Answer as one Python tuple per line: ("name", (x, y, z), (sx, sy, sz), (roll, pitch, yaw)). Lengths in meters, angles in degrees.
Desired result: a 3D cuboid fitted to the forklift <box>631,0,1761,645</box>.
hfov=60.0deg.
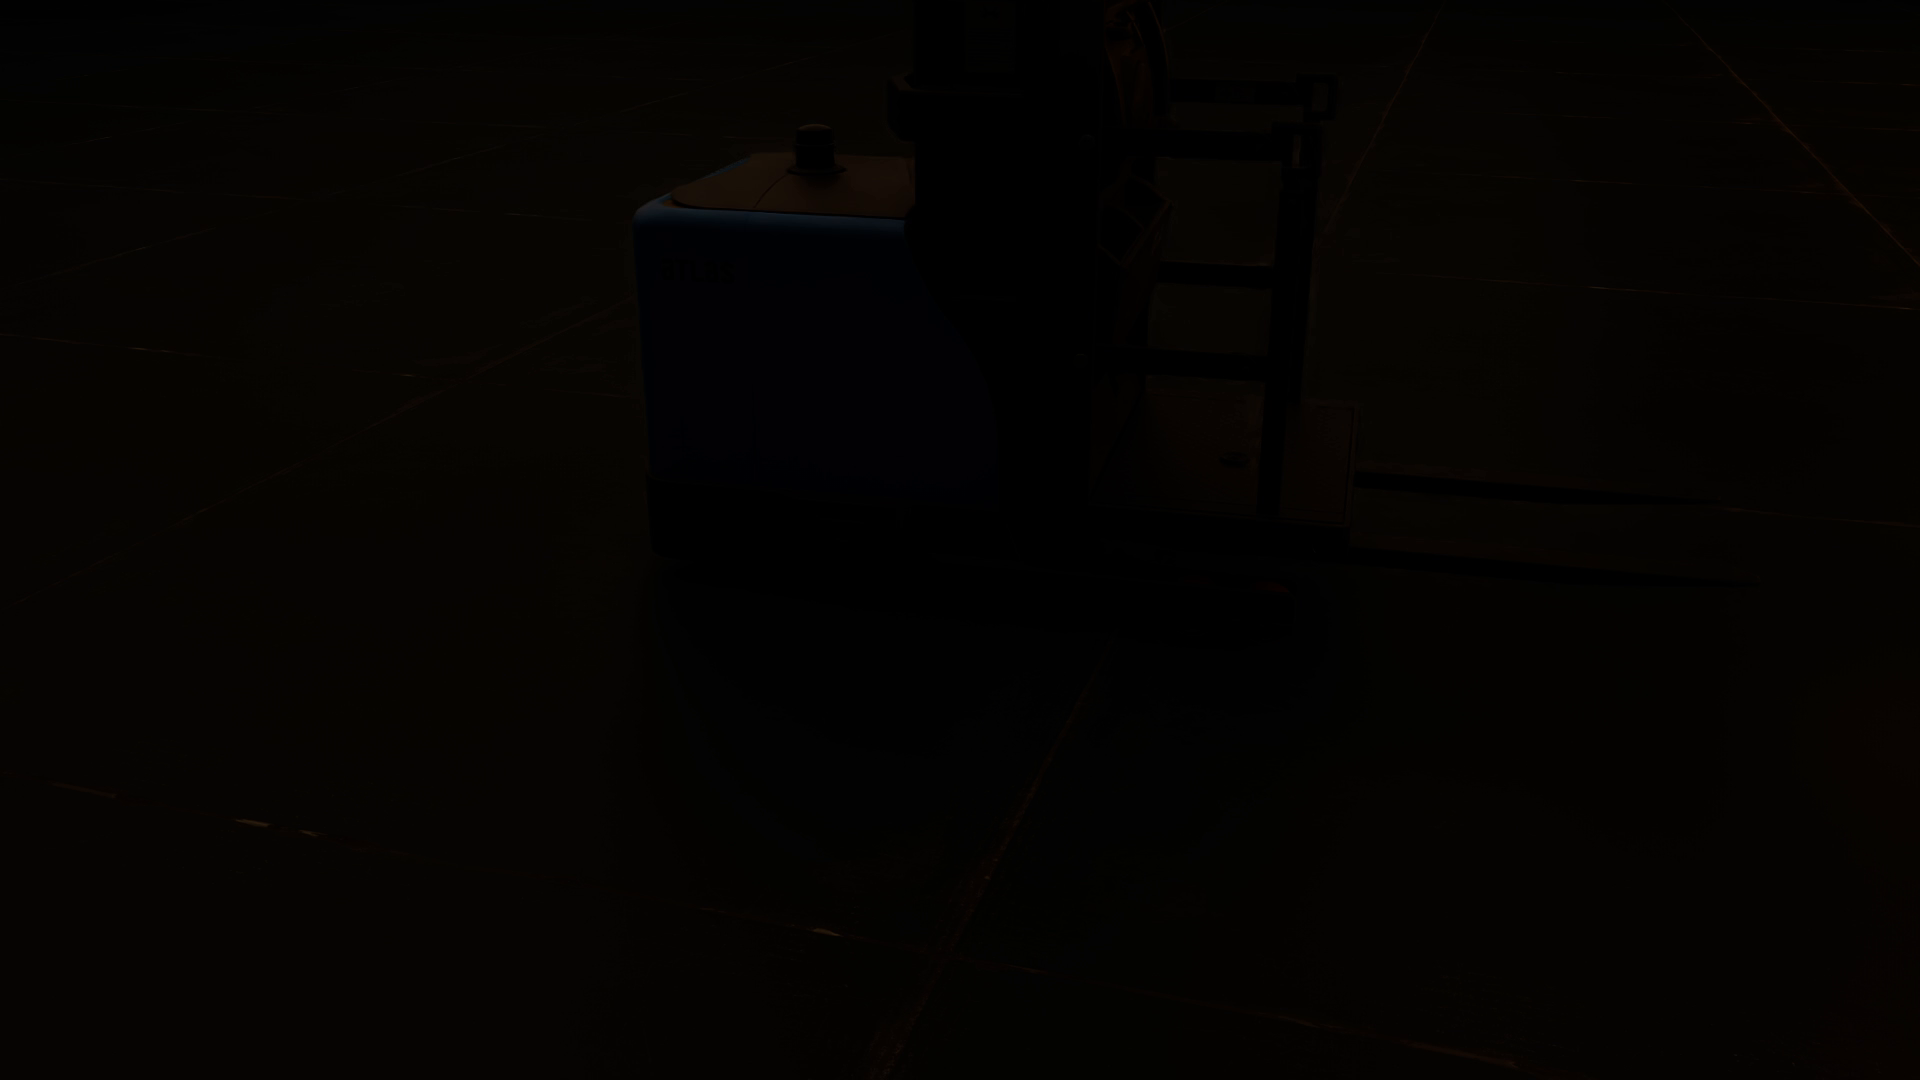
("forklift", (0.665, -1.299, 4.426), (3.031, 2.935, 1.130), (5, 23, 13))
